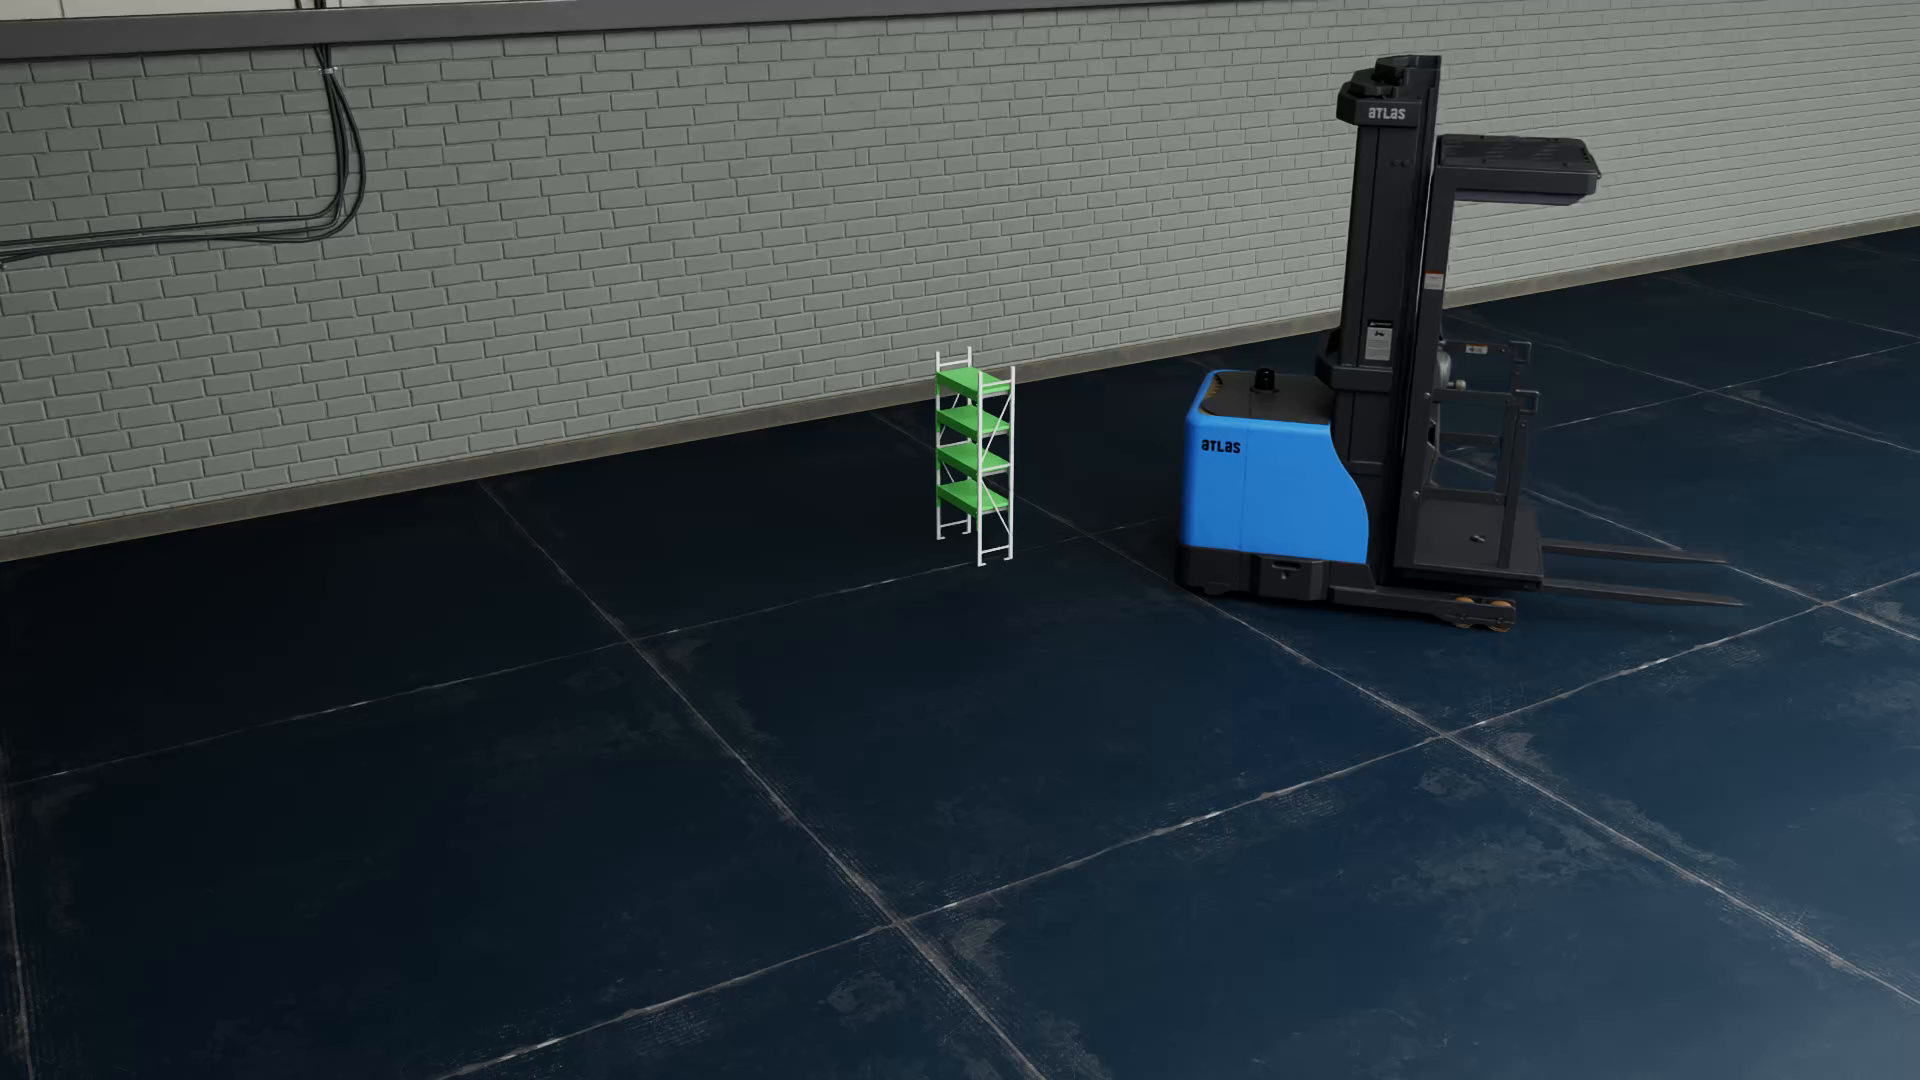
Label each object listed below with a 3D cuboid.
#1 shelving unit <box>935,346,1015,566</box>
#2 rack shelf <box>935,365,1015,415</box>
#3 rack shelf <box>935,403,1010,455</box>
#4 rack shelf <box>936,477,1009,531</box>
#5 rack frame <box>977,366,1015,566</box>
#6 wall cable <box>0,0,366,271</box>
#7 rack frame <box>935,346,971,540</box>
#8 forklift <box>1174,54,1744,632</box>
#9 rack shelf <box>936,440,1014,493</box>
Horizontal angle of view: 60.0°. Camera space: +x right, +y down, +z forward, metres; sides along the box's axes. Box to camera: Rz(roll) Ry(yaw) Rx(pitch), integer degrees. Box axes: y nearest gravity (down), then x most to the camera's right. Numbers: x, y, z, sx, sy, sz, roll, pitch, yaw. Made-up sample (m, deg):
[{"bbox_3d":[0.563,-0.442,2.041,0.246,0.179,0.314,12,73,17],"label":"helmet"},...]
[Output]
[{"bbox_3d":[0.085,-0.502,9.954,0.258,1.200,0.503,-13,25,-28],"label":"shelving unit"},{"bbox_3d":[0.085,-0.888,9.797,0.258,0.148,0.480,-13,25,-28],"label":"rack shelf"},{"bbox_3d":[0.085,-0.665,9.887,0.258,0.148,0.480,-13,25,-28],"label":"rack shelf"},{"bbox_3d":[0.085,-0.221,10.068,0.258,0.148,0.480,-13,25,-28],"label":"rack shelf"},{"bbox_3d":[0.209,-0.423,9.759,0.240,1.200,0.015,-13,25,-28],"label":"rack frame"},{"bbox_3d":[-5.001,-2.753,9.259,3.097,2.526,0.112,-13,25,-28],"label":"wall cable"},{"bbox_3d":[-0.040,-0.581,10.148,0.240,1.200,0.015,-13,25,-28],"label":"rack frame"},{"bbox_3d":[2.809,-1.079,9.072,3.031,2.935,1.130,6,23,14],"label":"forklift"},{"bbox_3d":[0.085,-0.443,9.978,0.258,0.148,0.480,-13,25,-28],"label":"rack shelf"}]
